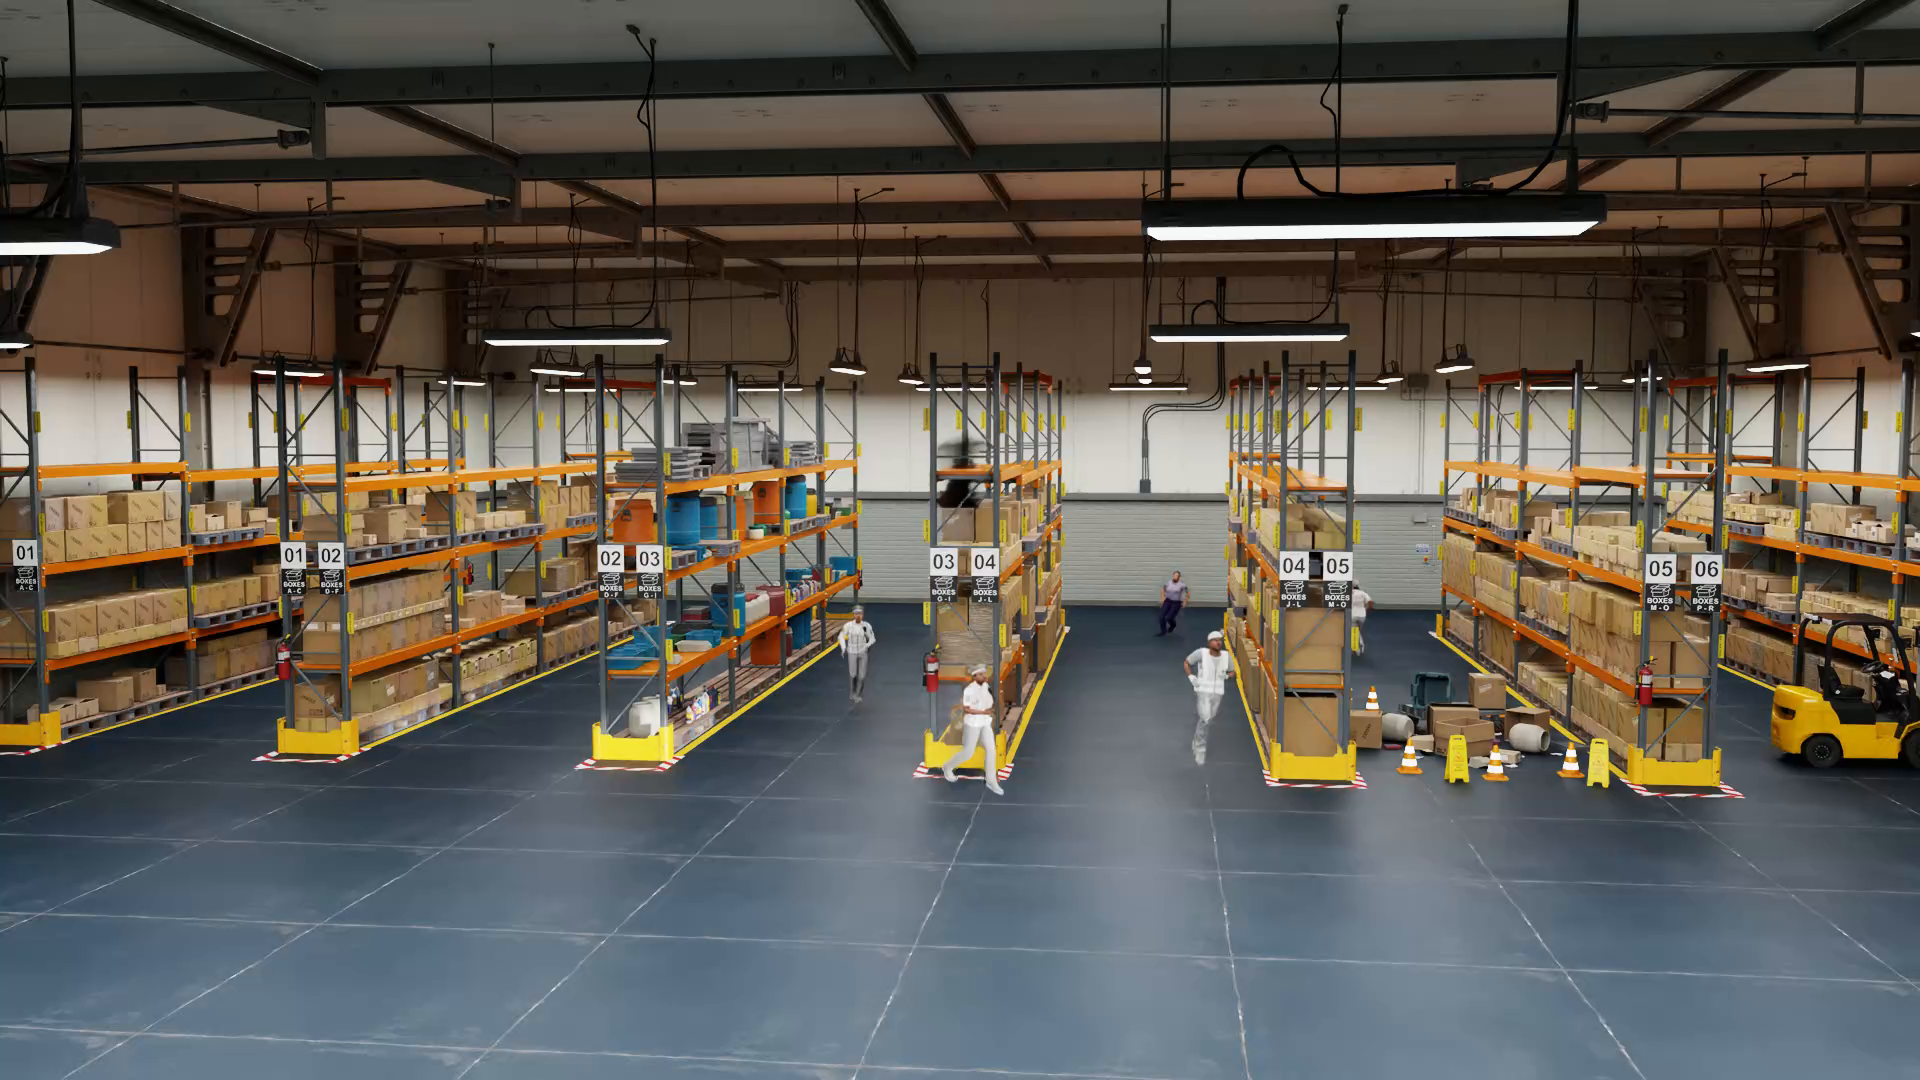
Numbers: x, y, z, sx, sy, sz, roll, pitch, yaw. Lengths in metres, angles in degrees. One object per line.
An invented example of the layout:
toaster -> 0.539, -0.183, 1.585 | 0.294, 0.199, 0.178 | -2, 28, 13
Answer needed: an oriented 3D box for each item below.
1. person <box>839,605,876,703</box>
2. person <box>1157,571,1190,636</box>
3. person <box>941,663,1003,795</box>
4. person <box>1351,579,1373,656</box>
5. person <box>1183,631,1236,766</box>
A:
person -> -1.720, 1.918, 27.938 | 0.615, 1.653, 0.518 | 0, 4, -7
person -> 4.969, 1.497, 38.829 | 0.735, 1.540, 0.495 | 2, 5, 27
person -> 0.200, 2.481, 22.168 | 0.936, 1.724, 0.589 | 4, 6, 44
person -> 8.468, 1.653, 35.644 | 0.585, 1.632, 0.629 | -1, 4, -15
person -> 3.550, 2.206, 23.459 | 0.677, 1.869, 0.619 | -1, 4, -18
